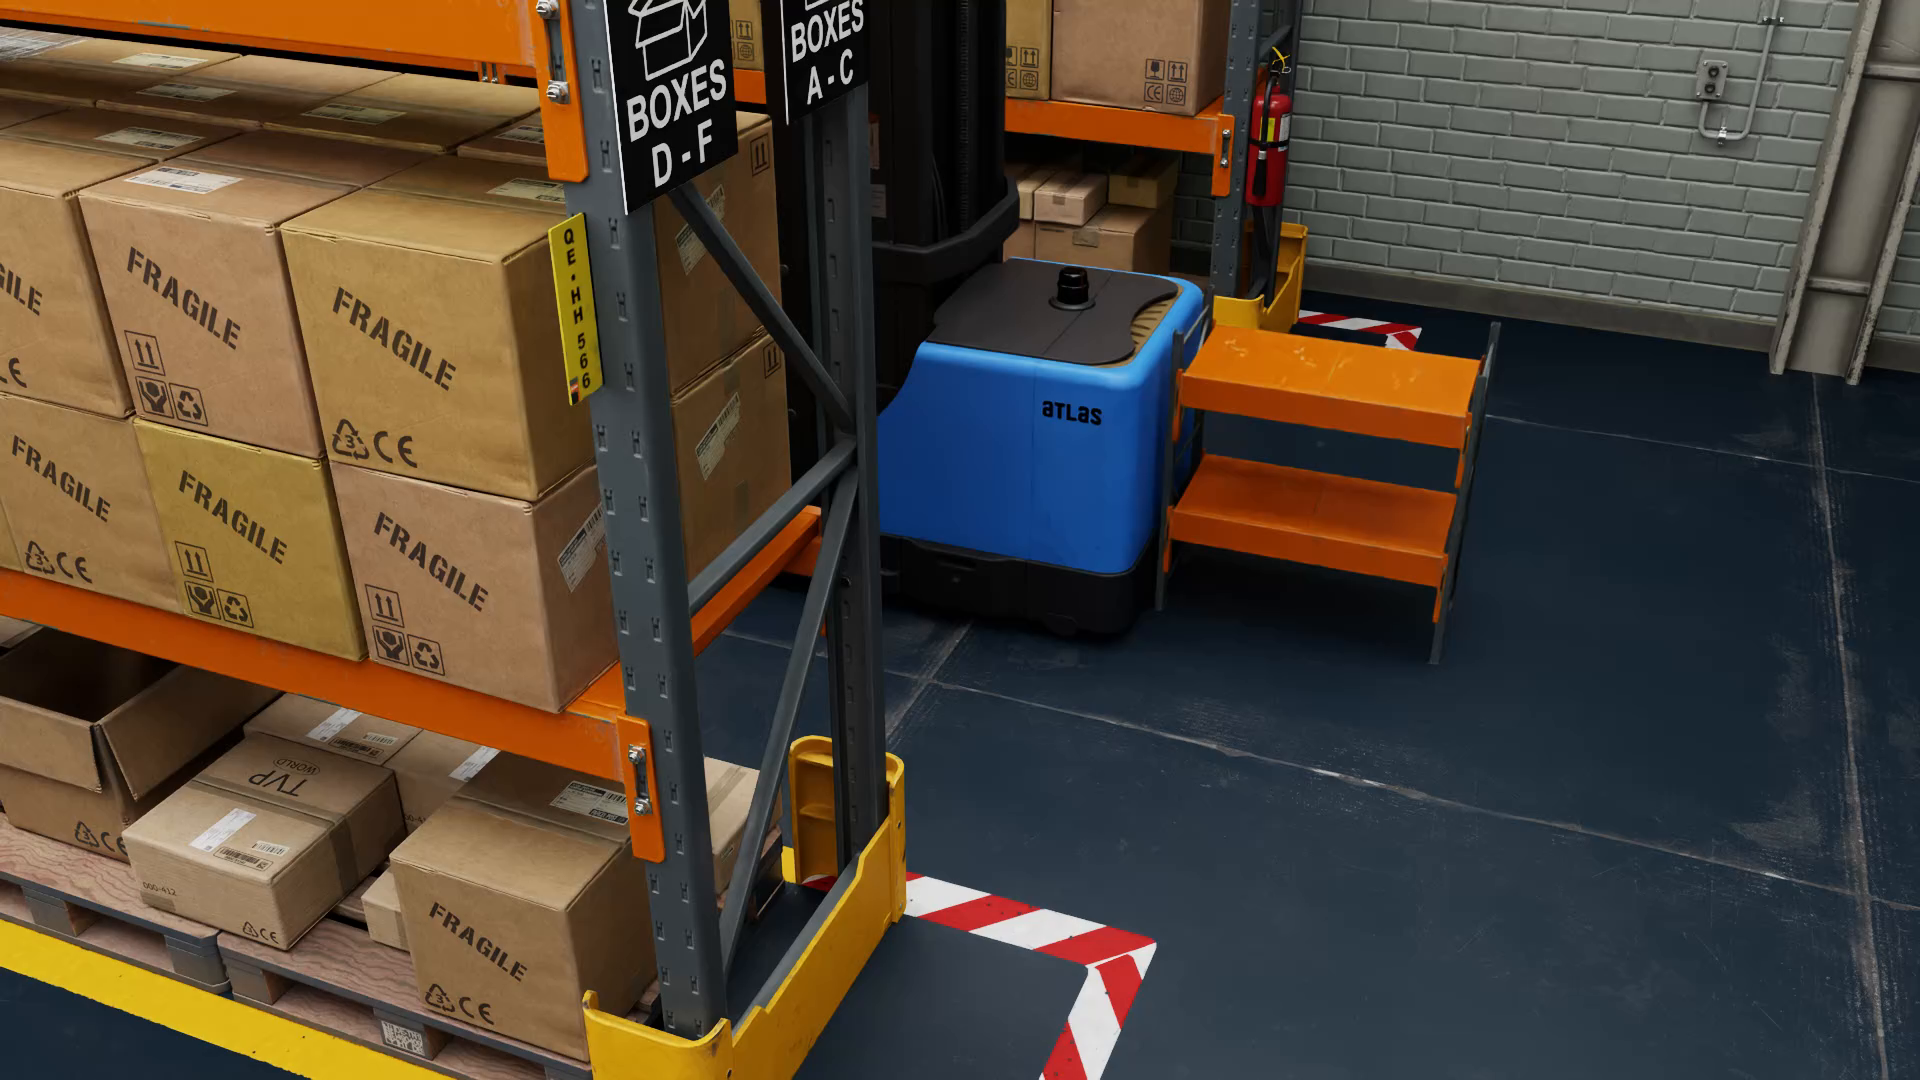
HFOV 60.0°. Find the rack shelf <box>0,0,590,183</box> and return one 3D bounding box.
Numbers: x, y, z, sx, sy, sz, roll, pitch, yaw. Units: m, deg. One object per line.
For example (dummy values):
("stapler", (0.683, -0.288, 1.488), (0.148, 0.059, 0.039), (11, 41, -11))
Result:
("rack shelf", (-2.298, -1.372, 3.812), (4.000, 0.370, 1.077), (11, 31, 19))

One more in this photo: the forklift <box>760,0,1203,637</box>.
("forklift", (-0.635, -1.368, 6.192), (3.031, 2.935, 1.130), (11, 31, 18))

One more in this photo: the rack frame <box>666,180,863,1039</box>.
("rack frame", (-0.443, -0.011, 3.721), (0.053, 2.616, 0.949), (11, 31, 19))

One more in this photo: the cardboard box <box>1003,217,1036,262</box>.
("cardboard box", (0.265, -1.540, 8.540), (0.500, 0.500, 0.700), (11, 31, 19))

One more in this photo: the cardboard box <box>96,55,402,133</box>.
("cardboard box", (-1.706, -0.879, 4.138), (0.500, 0.500, 0.500), (12, 32, 20))

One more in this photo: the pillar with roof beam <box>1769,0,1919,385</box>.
("pillar with roof beam", (2.623, -2.812, 2.581), (0.400, 9.000, 9.100), (11, 31, 19))

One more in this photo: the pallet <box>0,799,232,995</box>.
("pallet", (-2.381, 0.817, 5.090), (1.213, 0.211, 1.003), (11, 31, 19))

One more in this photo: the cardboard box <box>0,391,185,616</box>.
("cardboard box", (-1.904, -0.201, 3.955), (0.500, 0.500, 0.500), (12, 31, 20))

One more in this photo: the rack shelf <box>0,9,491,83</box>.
("rack shelf", (-4.145, -3.066, 9.856), (4.000, 0.370, 1.077), (11, 31, 19))

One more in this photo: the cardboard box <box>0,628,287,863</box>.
("cardboard box", (-2.408, 0.491, 4.923), (0.637, 0.503, 0.797), (11, 31, 19))

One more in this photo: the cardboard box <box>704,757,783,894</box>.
("cardboard box", (-0.703, 0.806, 4.726), (0.250, 0.149, 0.380), (11, 31, 19))

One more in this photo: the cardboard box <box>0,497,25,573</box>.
("cardboard box", (-2.371, -0.294, 4.120), (0.500, 0.500, 0.500), (11, 31, 18))

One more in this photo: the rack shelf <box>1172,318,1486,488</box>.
("rack shelf", (1.311, -0.501, 5.898), (1.000, 0.278, 0.538), (11, 31, 18))

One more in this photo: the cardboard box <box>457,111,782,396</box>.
("cardboard box", (-0.757, -0.691, 3.806), (0.500, 0.500, 0.500), (12, 32, 21))

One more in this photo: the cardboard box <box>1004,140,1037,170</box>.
("cardboard box", (0.218, -1.938, 8.584), (0.250, 0.149, 0.380), (12, 31, 20))

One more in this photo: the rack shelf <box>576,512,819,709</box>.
("rack shelf", (-2.298, -0.151, 4.502), (3.809, 0.124, 0.919), (11, 31, 19))

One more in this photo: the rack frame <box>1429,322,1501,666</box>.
("rack frame", (1.786, -0.156, 5.884), (0.032, 1.125, 0.500), (11, 31, 18))

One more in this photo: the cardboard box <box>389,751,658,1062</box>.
("cardboard box", (-1.041, 0.899, 4.204), (0.500, 0.500, 0.500), (11, 31, 19))

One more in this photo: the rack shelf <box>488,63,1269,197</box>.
("rack shelf", (-0.439, -2.326, 8.547), (4.000, 0.370, 1.077), (11, 31, 19))

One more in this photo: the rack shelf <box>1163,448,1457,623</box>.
("rack shelf", (1.311, -0.033, 6.162), (1.000, 0.278, 0.538), (11, 31, 18))

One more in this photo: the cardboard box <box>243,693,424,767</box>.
("cardboard box", (-1.768, 0.581, 5.021), (0.500, 0.250, 0.500), (11, 31, 19))

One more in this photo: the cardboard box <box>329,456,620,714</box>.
("cardboard box", (-0.962, -0.012, 3.621), (0.500, 0.500, 0.500), (12, 32, 21))

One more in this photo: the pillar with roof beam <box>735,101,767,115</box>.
("pillar with roof beam", (-2.937, -3.923, 4.545), (0.400, 9.000, 9.100), (11, 31, 19))

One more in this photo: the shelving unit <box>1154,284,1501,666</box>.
("shelving unit", (1.311, -0.246, 6.042), (1.048, 1.125, 0.538), (11, 31, 18))

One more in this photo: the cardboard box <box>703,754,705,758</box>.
("cardboard box", (-0.935, 0.752, 4.803), (0.250, 0.166, 0.380), (11, 31, 19))

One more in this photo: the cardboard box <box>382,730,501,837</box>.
("cardboard box", (-1.305, 0.674, 4.857), (0.500, 0.250, 0.500), (11, 31, 19))

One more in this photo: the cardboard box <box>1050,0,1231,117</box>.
("cardboard box", (0.938, -2.489, 7.801), (0.700, 0.700, 0.980), (13, 32, 21))

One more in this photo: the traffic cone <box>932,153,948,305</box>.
("traffic cone", (-0.188, -0.970, 6.265), (0.307, 1.202, 0.062), (11, 31, 19))

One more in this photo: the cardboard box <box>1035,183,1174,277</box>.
("cardboard box", (0.728, -1.447, 8.376), (0.500, 0.500, 0.700), (11, 31, 19))

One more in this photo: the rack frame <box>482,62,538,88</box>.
("rack frame", (-2.292, -3.009, 9.025), (0.127, 3.000, 1.000), (11, 31, 19))

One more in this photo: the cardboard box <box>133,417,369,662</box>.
("cardboard box", (-1.444, -0.106, 3.788), (0.500, 0.500, 0.500), (12, 31, 20))

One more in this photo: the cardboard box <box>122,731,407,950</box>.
("cardboard box", (-1.910, 0.818, 4.601), (0.500, 0.250, 0.500), (11, 31, 19))

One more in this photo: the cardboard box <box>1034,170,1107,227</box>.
("cardboard box", (0.541, -1.670, 8.111), (0.250, 0.149, 0.380), (11, 31, 19))

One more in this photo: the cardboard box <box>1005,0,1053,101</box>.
("cardboard box", (0.260, -2.619, 8.030), (0.700, 0.700, 0.980), (11, 31, 19))

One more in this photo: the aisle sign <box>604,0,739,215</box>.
("aisle sign", (-0.496, -0.989, 2.809), (0.004, 0.787, 0.394), (11, 31, 19))

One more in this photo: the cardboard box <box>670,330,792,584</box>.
("cardboard box", (-0.757, -0.255, 4.052), (0.500, 0.500, 0.500), (12, 32, 20))

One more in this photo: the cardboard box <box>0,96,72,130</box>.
("cardboard box", (-2.387, -0.727, 3.870), (0.500, 0.500, 0.500), (12, 32, 21))

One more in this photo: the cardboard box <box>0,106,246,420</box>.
("cardboard box", (-1.911, -0.632, 3.702), (0.500, 0.500, 0.500), (12, 32, 20))

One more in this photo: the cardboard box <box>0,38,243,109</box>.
("cardboard box", (-2.177, -0.972, 4.304), (0.500, 0.500, 0.500), (11, 31, 19))

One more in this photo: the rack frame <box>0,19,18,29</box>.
("rack frame", (-6.000, -3.747, 10.331), (0.053, 2.616, 0.949), (11, 31, 19))

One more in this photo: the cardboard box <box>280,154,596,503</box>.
("cardboard box", (-0.960, -0.445, 3.372), (0.500, 0.500, 0.500), (11, 31, 19))

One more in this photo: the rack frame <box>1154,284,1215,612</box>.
("rack frame", (0.836, -0.335, 6.200), (0.032, 1.125, 0.500), (11, 31, 18))

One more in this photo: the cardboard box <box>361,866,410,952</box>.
("cardboard box", (-1.382, 0.928, 4.492), (0.250, 0.166, 0.380), (11, 31, 19))
